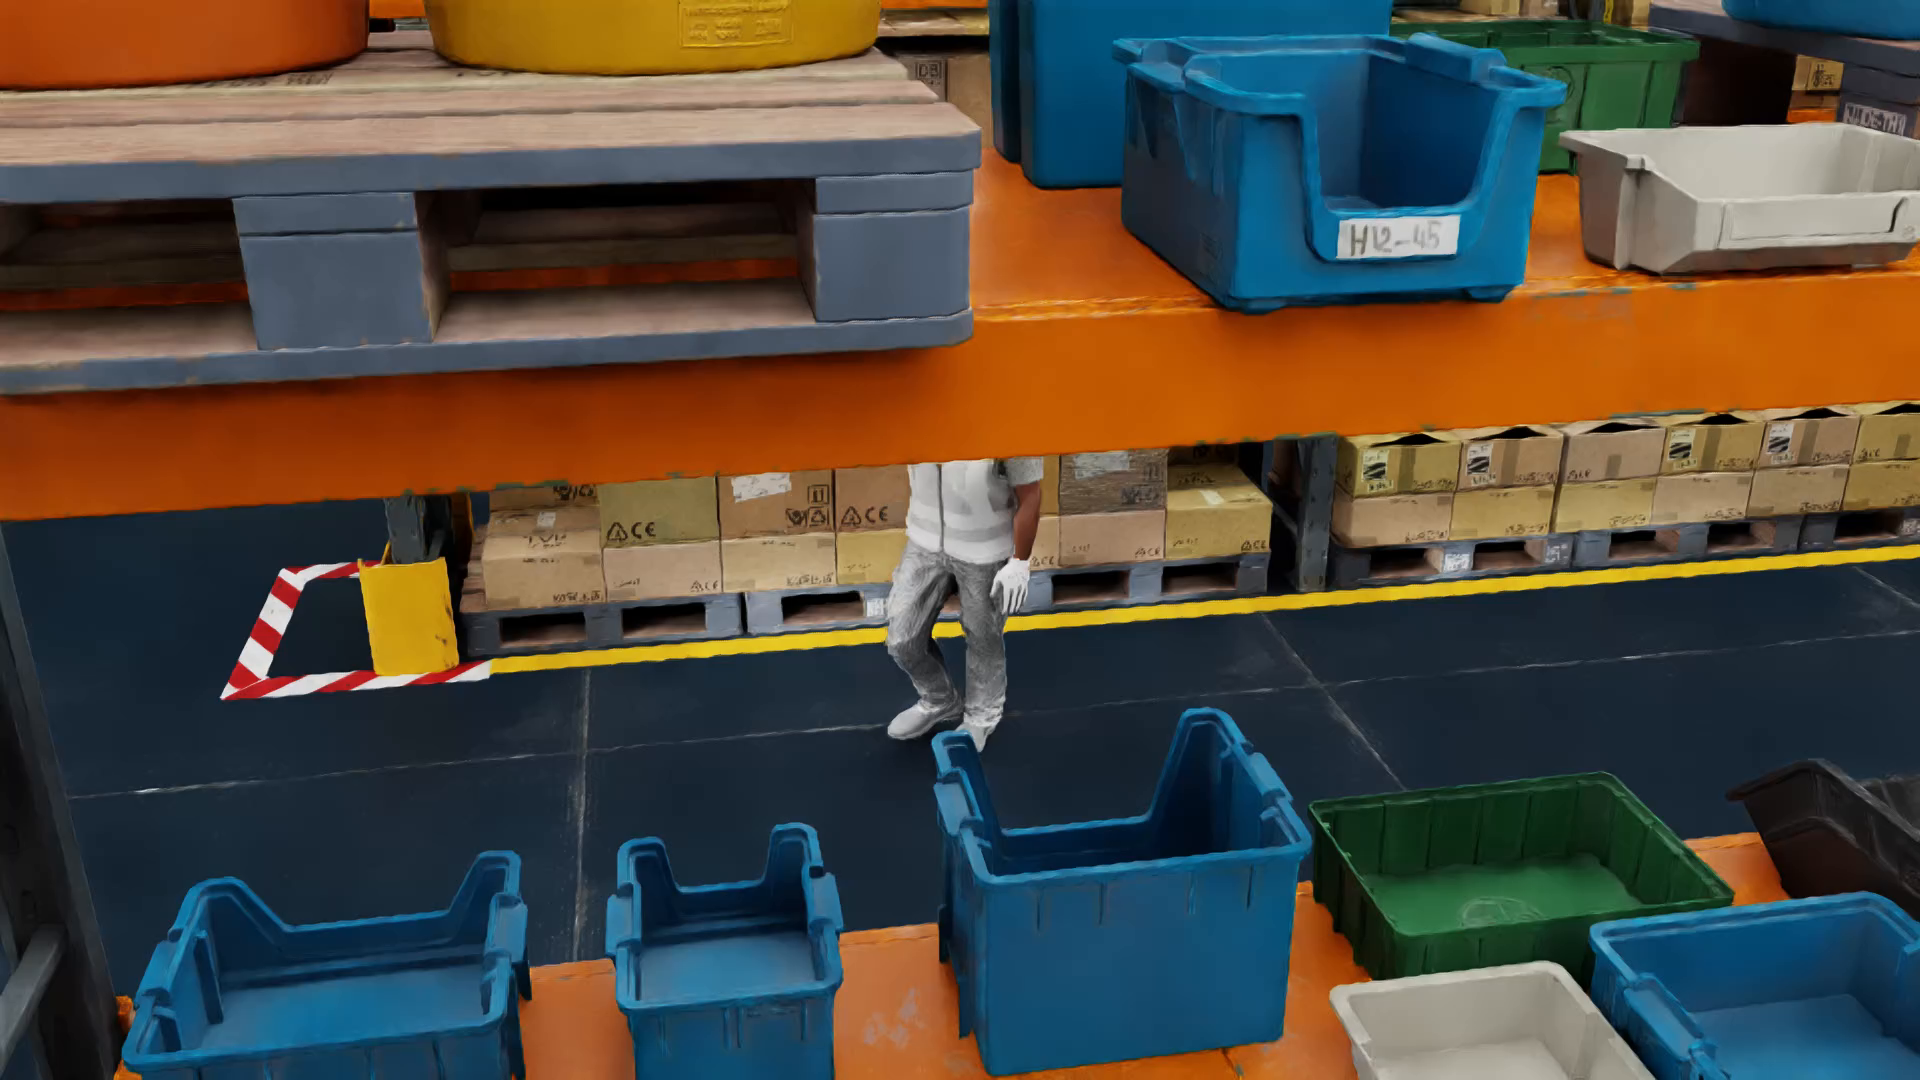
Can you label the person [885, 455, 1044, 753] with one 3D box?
[{"bbox_3d":[0.016,0.007,5.990,0.634,1.765,0.503,12,26,26],"label":"person"}]
